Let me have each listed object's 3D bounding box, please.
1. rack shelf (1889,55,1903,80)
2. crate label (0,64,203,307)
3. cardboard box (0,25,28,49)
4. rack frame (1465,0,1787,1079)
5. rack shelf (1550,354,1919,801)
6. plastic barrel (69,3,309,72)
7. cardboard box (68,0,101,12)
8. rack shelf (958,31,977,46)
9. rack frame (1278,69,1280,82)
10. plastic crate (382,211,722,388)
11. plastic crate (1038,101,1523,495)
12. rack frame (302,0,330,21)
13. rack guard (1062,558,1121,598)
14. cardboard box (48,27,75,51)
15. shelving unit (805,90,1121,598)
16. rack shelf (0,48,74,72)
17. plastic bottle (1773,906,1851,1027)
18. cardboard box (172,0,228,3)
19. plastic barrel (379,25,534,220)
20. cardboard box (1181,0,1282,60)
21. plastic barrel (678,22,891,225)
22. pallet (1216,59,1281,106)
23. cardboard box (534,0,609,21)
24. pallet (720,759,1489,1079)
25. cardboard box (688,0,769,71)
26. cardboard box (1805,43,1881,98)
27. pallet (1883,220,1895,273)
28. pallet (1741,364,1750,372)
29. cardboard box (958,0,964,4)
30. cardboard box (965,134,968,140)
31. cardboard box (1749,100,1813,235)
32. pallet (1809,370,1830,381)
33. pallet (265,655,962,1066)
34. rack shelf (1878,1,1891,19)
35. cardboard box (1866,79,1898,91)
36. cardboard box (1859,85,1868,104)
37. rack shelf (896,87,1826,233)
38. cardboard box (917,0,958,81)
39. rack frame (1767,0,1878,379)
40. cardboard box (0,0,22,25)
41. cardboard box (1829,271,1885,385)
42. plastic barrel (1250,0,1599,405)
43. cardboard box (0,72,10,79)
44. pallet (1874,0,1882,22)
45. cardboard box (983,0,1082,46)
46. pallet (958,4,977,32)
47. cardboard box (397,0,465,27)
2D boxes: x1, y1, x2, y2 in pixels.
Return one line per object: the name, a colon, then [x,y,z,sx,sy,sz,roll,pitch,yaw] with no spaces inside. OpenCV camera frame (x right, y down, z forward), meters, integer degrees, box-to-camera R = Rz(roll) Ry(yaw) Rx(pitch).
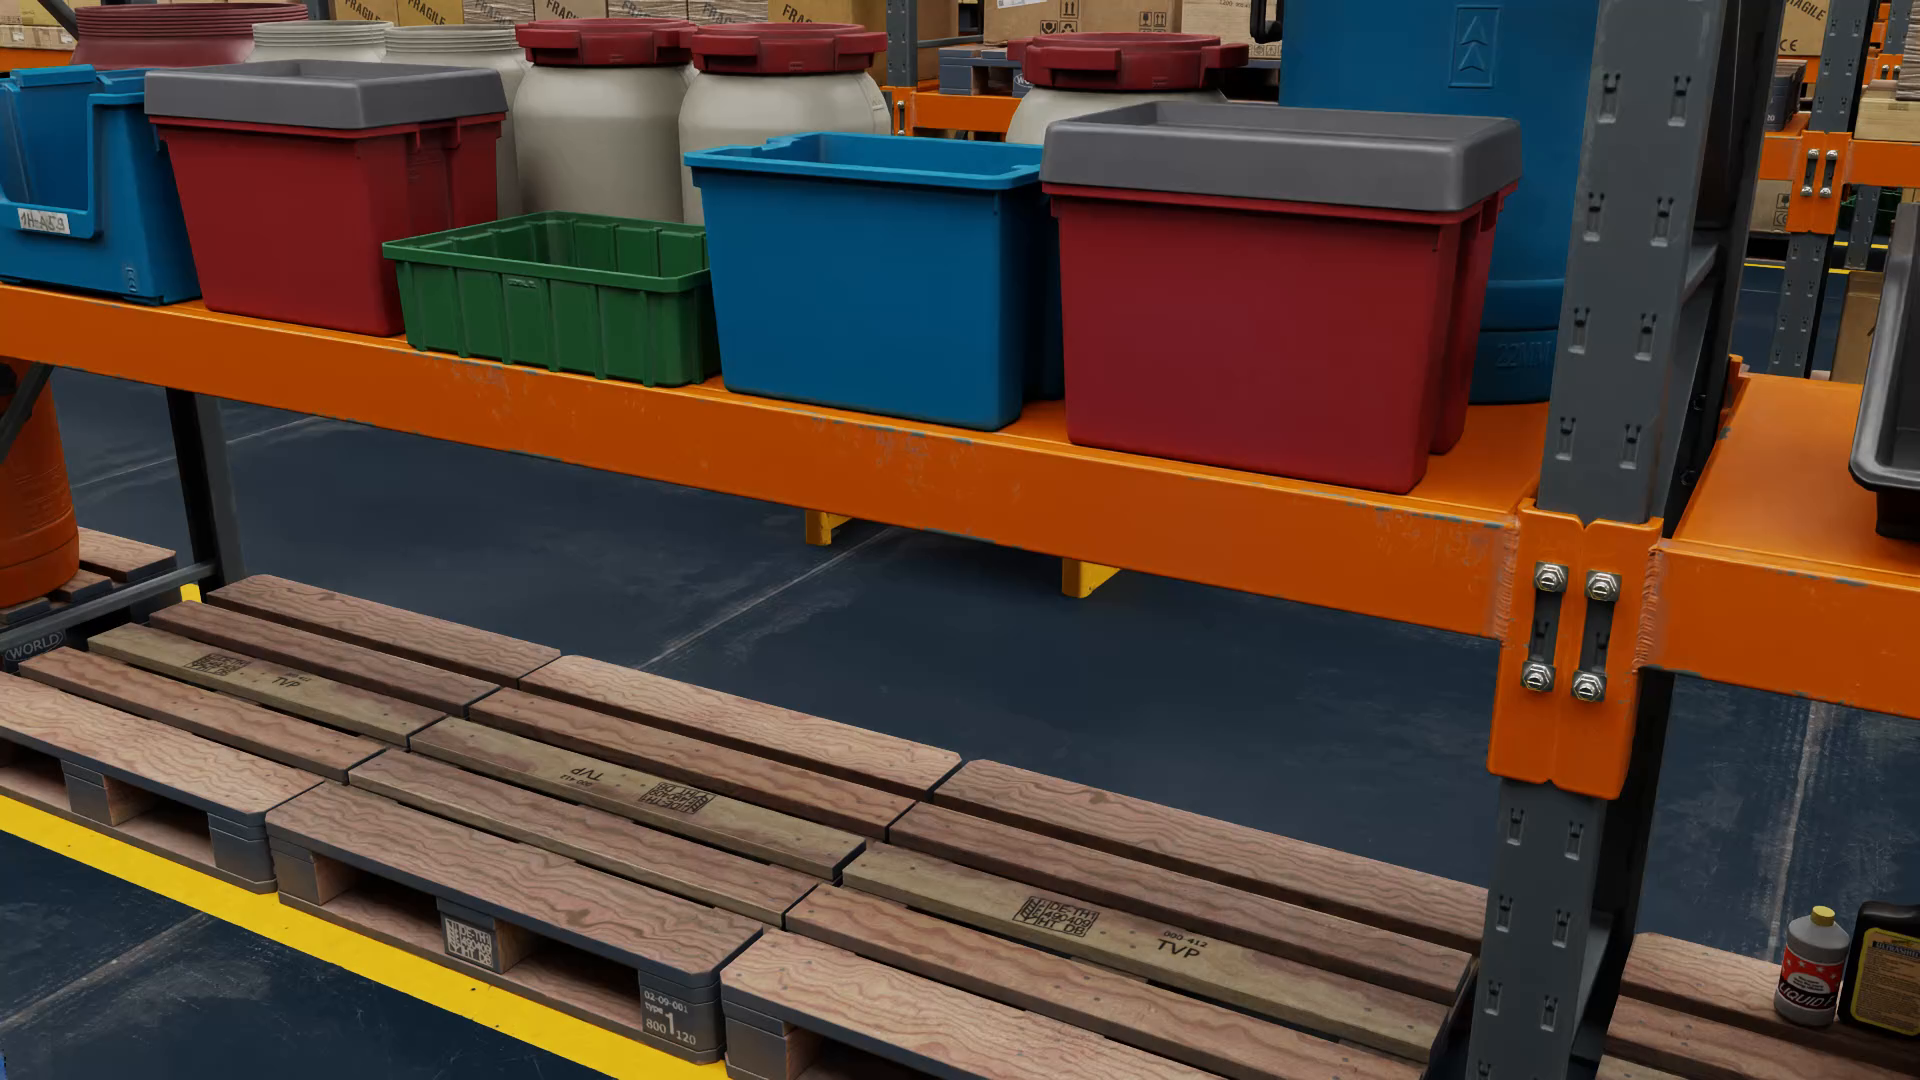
rack shelf: [7.689,-2.605,9.703,4.000,0.370,1.077,11,23,27]
crate label: [-1.737,-0.778,3.559,0.616,0.435,0.502,11,23,27]
cardboard box: [-6.215,-3.409,11.232,0.250,0.149,0.380,10,22,26]
rack frame: [1.020,-0.342,2.408,0.127,3.000,1.000,11,23,27]
rack shelf: [2.766,0.329,1.614,4.000,0.370,1.077,11,23,27]
plastic barrel: [-1.919,-1.084,4.255,0.708,0.536,0.600,11,23,27]
cardboard box: [-5.401,-3.467,10.807,0.500,0.250,0.500,10,22,26]
rack shelf: [0.704,-3.936,13.371,4.000,0.370,1.077,11,23,27]
rack frame: [2.451,-3.941,12.331,0.127,3.000,1.000,11,23,27]
plastic crate: [-0.638,-0.448,3.011,0.662,0.188,0.450,11,23,27]
plastic crate: [0.448,-0.361,2.368,0.583,0.464,0.402,11,23,27]
rack frame: [-3.549,-3.147,10.141,0.127,3.000,1.000,11,23,27]
rack guard: [0.501,-0.022,5.559,0.087,0.250,0.587,11,23,27]
cardboard box: [-5.768,-3.323,10.996,0.250,0.149,0.380,11,22,27]
shelving unit: [0.067,-0.692,5.574,1.083,1.500,0.587,11,23,27]
rack shelf: [-5.295,-3.141,11.180,4.000,0.370,1.077,11,23,27]
plastic bottle: [1.489,0.735,2.900,0.097,0.201,0.097,0,20,0]
cardboard box: [-4.515,-3.297,10.338,0.500,0.250,0.500,12,23,29]
plastic barrel: [-1.102,-0.882,3.734,0.421,0.512,0.421,0,20,0]
cardboard box: [1.294,-2.261,7.304,0.500,0.250,0.500,10,22,26]
plastic barrel: [-0.349,-0.752,3.340,0.433,0.535,0.433,0,20,0]
pallet: [1.692,-2.074,7.466,1.213,0.211,1.003,11,23,27]
cardboard box: [-1.939,-2.792,9.016,0.500,0.500,0.500,11,23,28]
pallet: [0.315,0.850,3.212,1.213,0.211,1.003,11,23,27]
cardboard box: [-1.041,-2.621,8.546,0.500,0.500,0.500,11,22,27]
cardboard box: [10.225,-5.409,19.245,0.625,0.625,0.875,12,23,30]
pallet: [6.568,-1.815,10.560,1.213,0.211,1.003,11,23,27]
pallet: [2.755,-0.634,7.304,1.213,0.211,1.003,11,23,27]
cardboard box: [-0.020,-4.312,13.106,0.250,0.149,0.380,10,22,25]
cardboard box: [-0.063,-3.339,13.722,0.500,0.500,0.500,12,23,30]
cardboard box: [5.357,-2.492,11.020,0.750,0.750,1.050,11,23,27]
pallet: [4.039,-0.404,6.670,1.213,0.211,1.003,11,23,27]
pallet: [-0.754,0.648,3.770,1.213,0.211,1.003,11,23,27]
rack shelf: [8.940,-6.239,19.721,4.000,0.370,1.077,11,23,27]
cardboard box: [3.767,-1.750,6.659,0.250,0.149,0.380,11,23,27]
cardboard box: [7.427,-3.412,13.429,0.500,0.500,0.500,11,23,27]
rack shelf: [1.689,-1.811,7.513,4.000,0.370,1.077,11,23,27]
cardboard box: [-0.348,-2.690,8.736,0.500,0.500,0.500,12,23,29]
rack frame: [3.435,-1.816,6.473,0.127,3.000,1.000,11,23,27]
cardboard box: [-6.296,-3.636,11.275,0.500,0.250,0.500,10,22,27]
cardboard box: [3.765,-0.760,6.612,0.500,0.500,0.500,10,22,26]
plastic barrel: [0.830,-0.732,2.749,0.708,0.901,0.600,11,23,27]
cardboard box: [-6.443,-2.928,12.038,0.875,0.875,0.875,11,23,27]
pallet: [7.672,-4.847,15.109,1.213,0.211,1.003,11,23,27]
cardboard box: [0.434,-2.648,8.004,0.500,0.500,0.500,8,21,21]
pallet: [0.702,-4.168,13.238,1.213,0.211,1.003,11,23,27]
cardboard box: [-2.830,-2.959,9.478,0.500,0.500,0.500,11,23,27]
